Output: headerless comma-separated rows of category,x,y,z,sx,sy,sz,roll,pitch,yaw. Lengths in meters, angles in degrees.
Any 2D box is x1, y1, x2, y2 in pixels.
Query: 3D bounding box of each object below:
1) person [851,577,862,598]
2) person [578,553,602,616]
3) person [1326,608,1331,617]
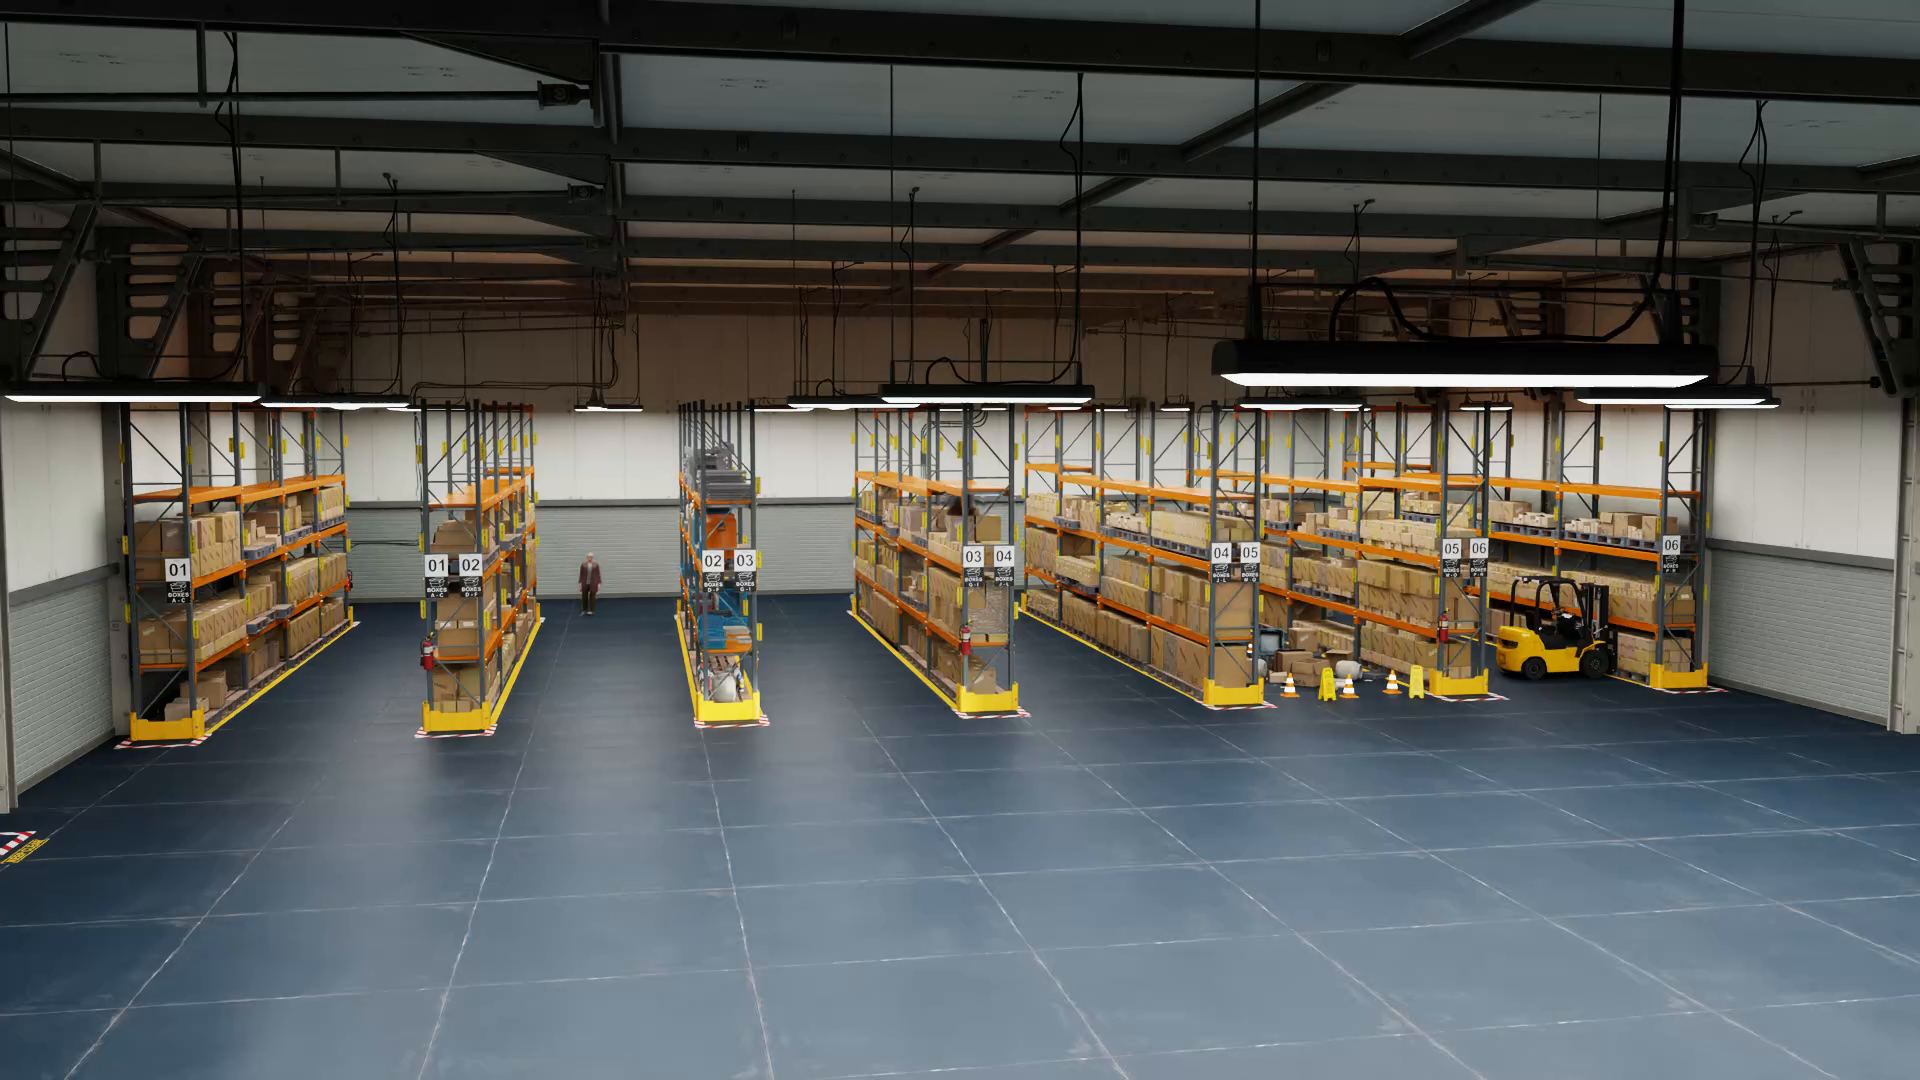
person,-2.837,1.112,49.492,0.751,1.733,0.593,2,5,28
person,-10.569,1.276,47.472,0.629,1.808,0.469,0,4,6
person,10.343,1.315,47.122,0.470,1.730,0.587,-1,4,-8
